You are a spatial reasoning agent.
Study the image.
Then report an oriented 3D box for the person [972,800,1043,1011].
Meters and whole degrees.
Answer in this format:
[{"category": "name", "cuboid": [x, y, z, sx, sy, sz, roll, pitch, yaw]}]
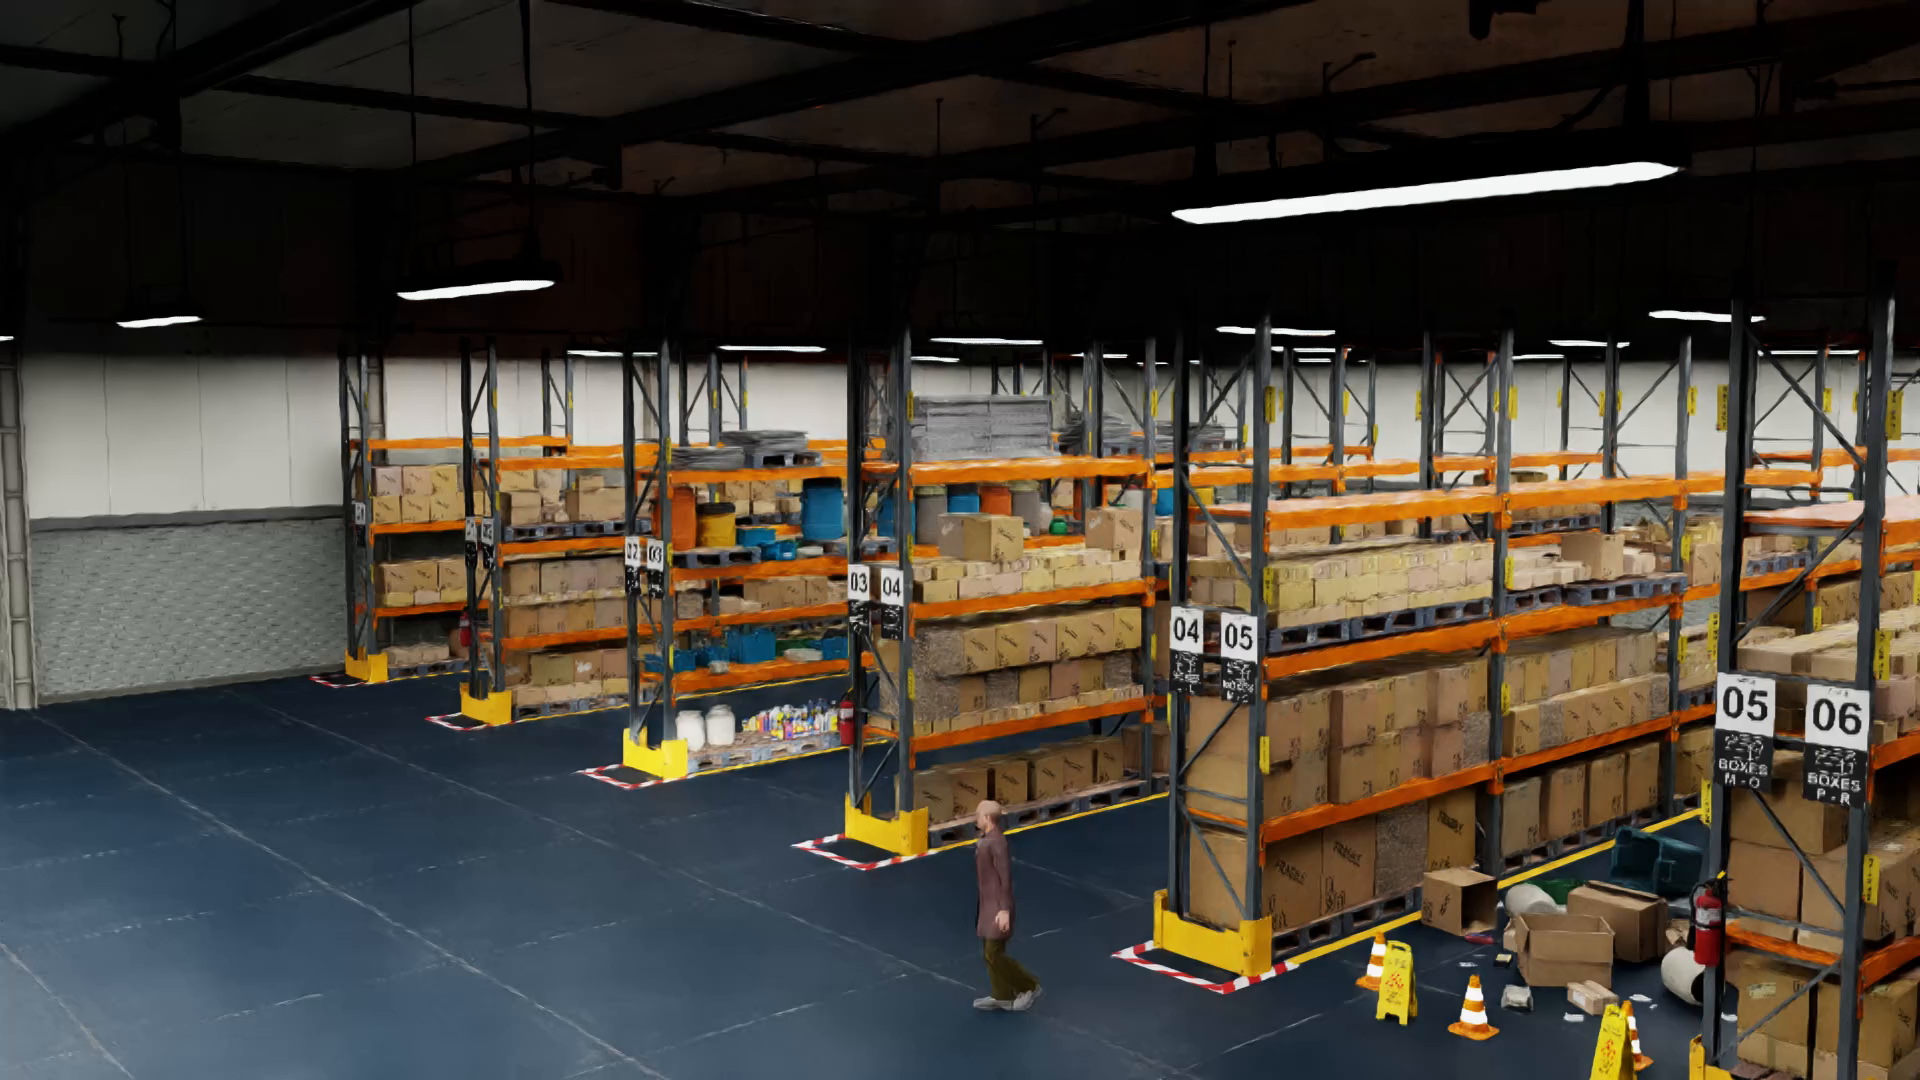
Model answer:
[{"category": "person", "cuboid": [0.396, 3.046, 13.853, 0.575, 1.771, 0.626, -1, 5, -6]}]
